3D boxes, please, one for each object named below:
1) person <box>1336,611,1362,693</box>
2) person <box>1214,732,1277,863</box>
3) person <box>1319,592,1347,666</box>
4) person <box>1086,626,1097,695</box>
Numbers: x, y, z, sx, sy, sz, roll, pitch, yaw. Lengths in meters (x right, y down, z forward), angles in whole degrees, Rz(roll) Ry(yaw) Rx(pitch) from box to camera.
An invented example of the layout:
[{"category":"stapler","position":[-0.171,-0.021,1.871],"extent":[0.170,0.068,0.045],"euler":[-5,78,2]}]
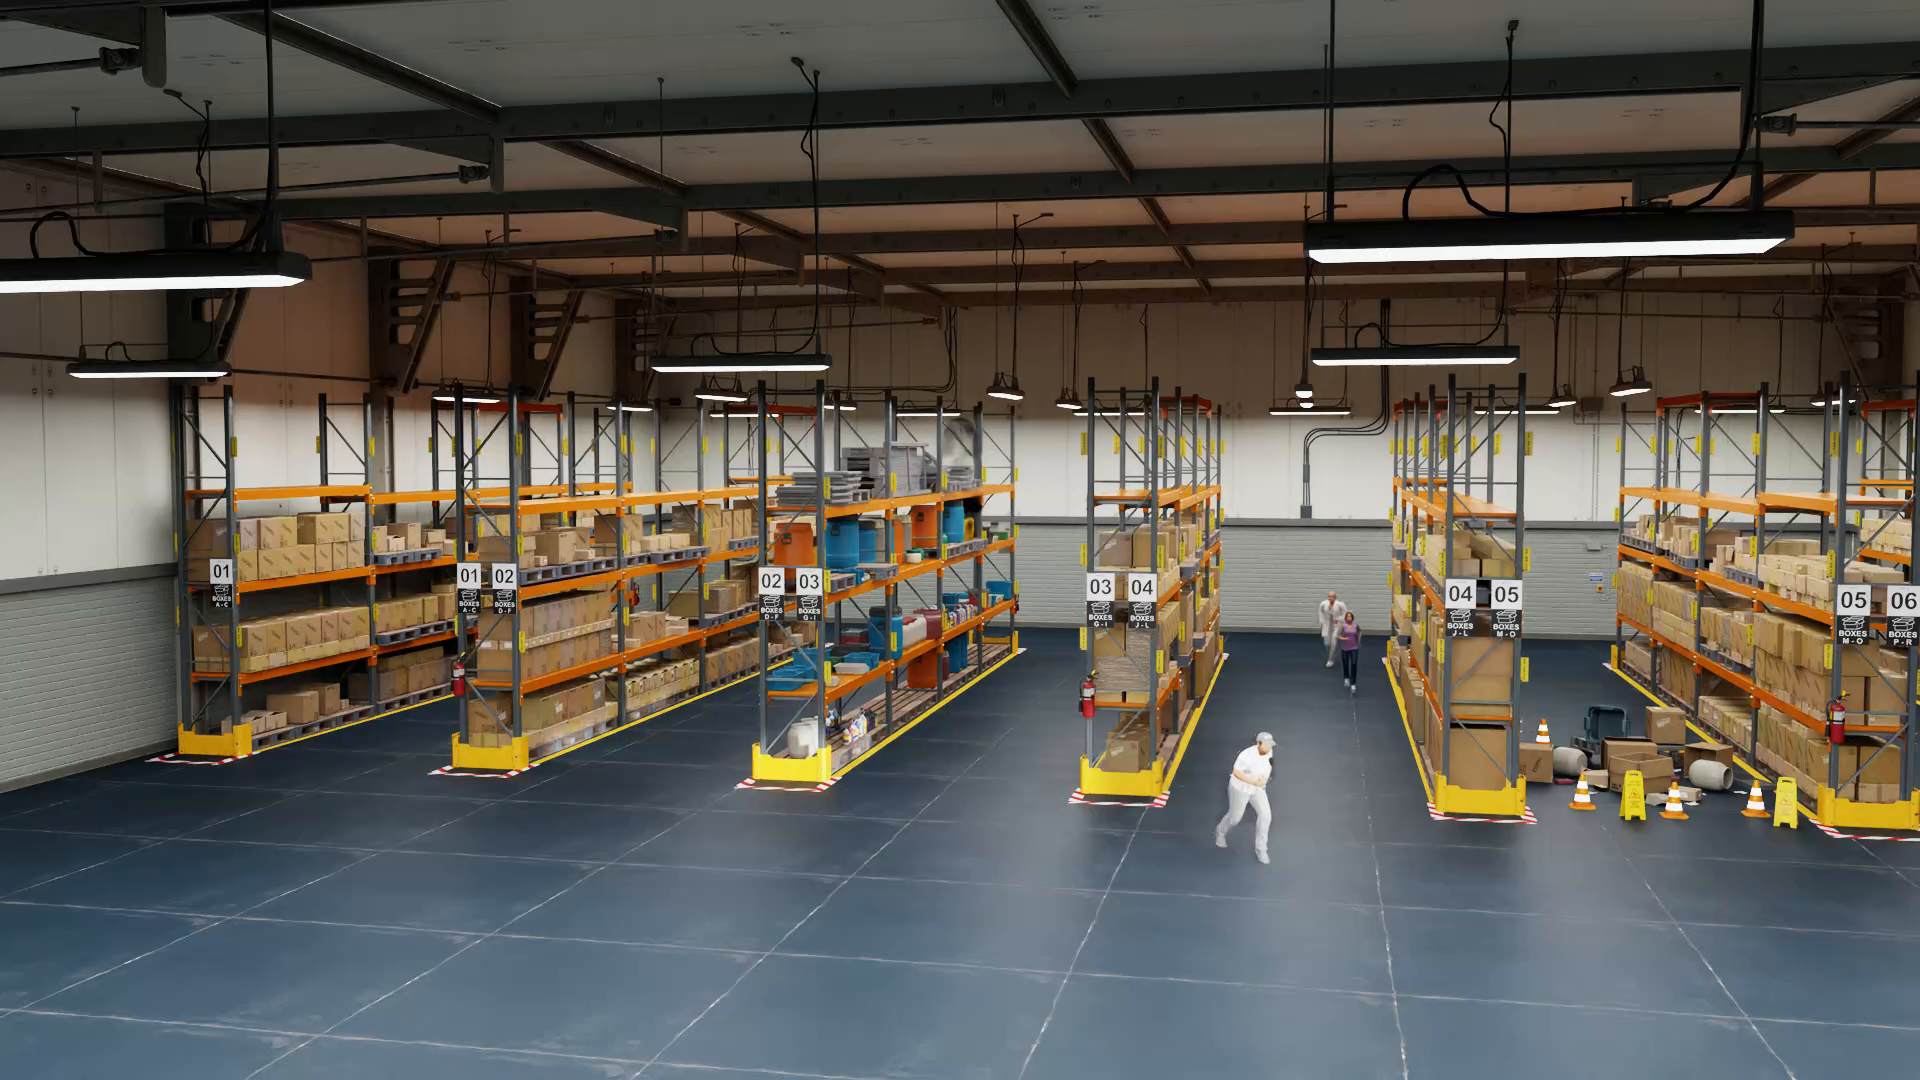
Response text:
[{"category":"person","position":[7.981,2.273,34.127],"extent":[0.531,1.622,0.825],"euler":[1,3,12]},{"category":"person","position":[3.501,3.105,20.339],"extent":[0.649,1.627,1.032],"euler":[-2,4,-32]},{"category":"person","position":[8.497,2.022,37.921],"extent":[0.684,1.715,0.697],"euler":[1,3,22]},{"category":"person","position":[2.733,2.285,32.802],"extent":[0.713,1.776,0.954],"euler":[0,3,3]}]
